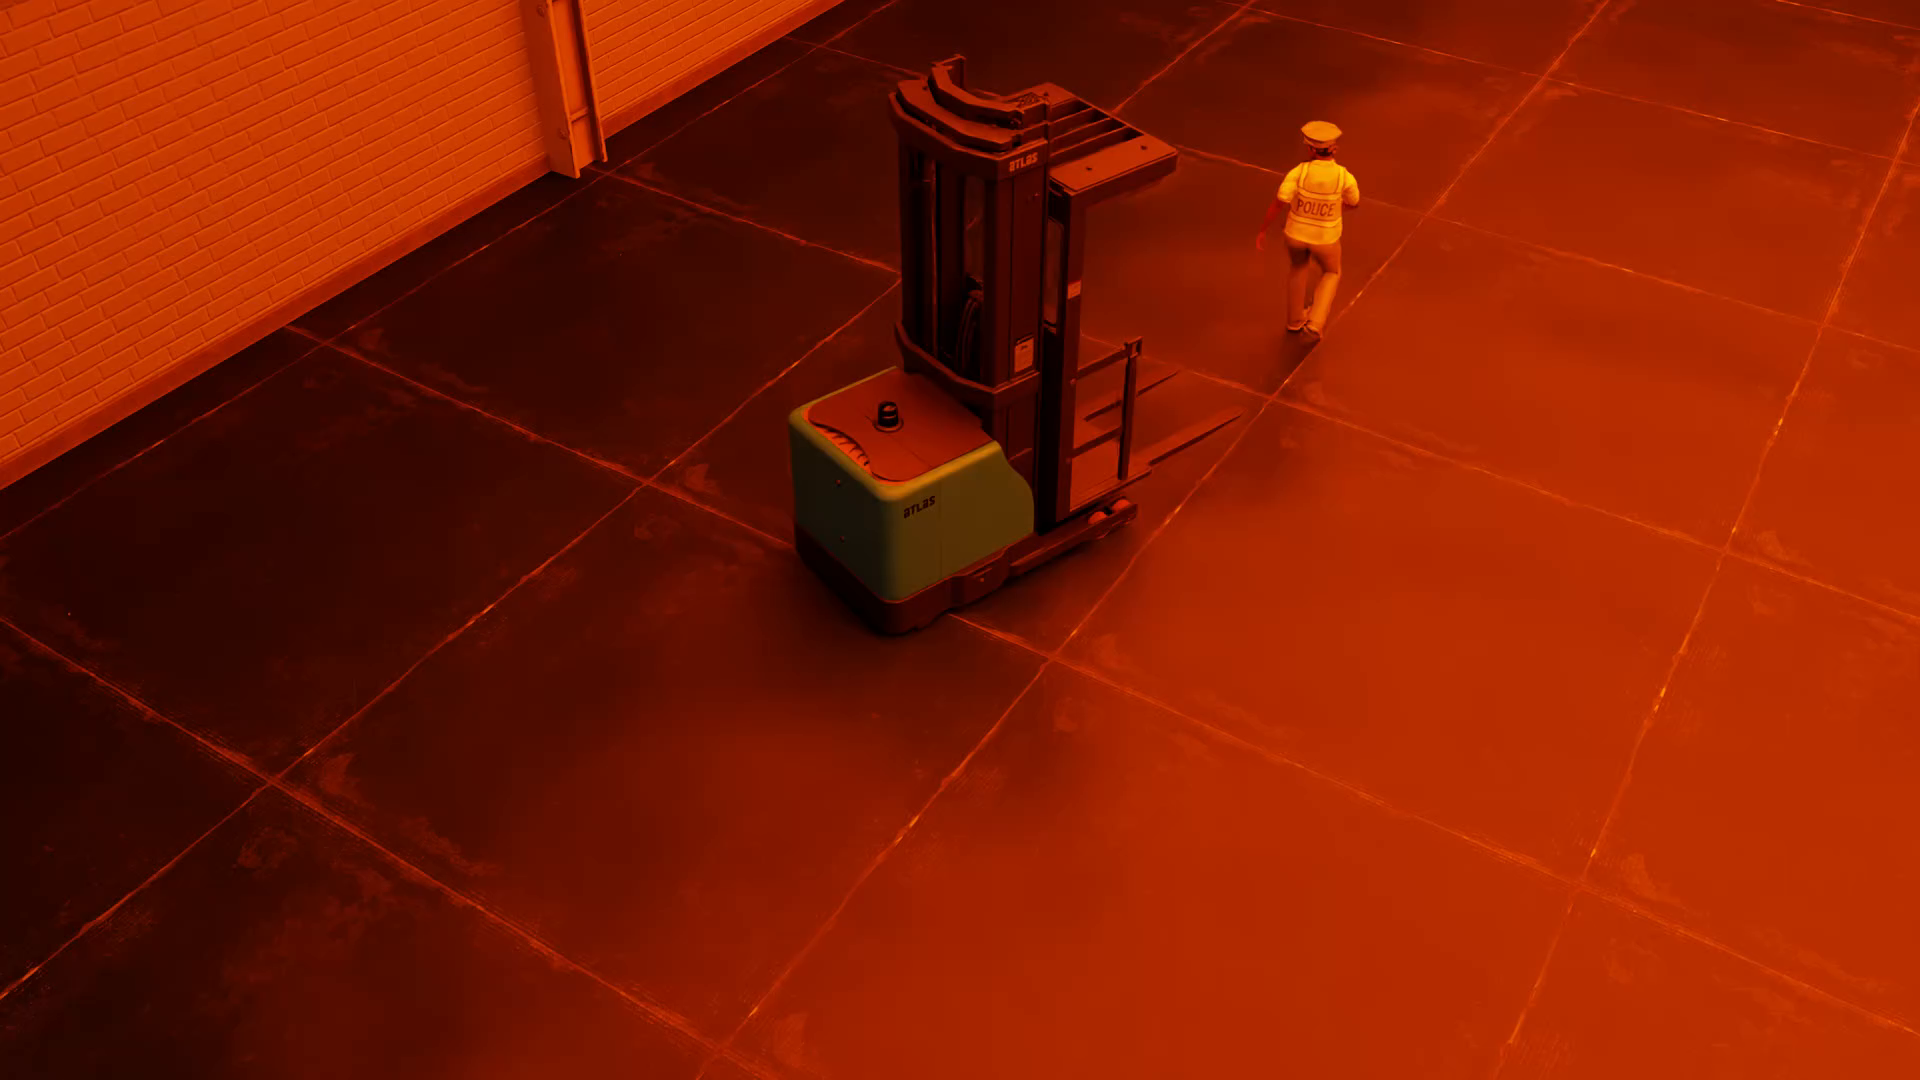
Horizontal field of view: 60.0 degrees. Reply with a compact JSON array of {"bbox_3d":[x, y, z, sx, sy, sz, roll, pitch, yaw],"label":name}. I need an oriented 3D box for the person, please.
[{"bbox_3d":[2.407,-2.135,11.515,0.631,1.615,0.554,16,43,18],"label":"person"}]

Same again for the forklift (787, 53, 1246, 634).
[{"bbox_3d":[0.477,-1.370,9.584,3.031,2.935,1.130,-27,47,-28],"label":"forklift"}]
